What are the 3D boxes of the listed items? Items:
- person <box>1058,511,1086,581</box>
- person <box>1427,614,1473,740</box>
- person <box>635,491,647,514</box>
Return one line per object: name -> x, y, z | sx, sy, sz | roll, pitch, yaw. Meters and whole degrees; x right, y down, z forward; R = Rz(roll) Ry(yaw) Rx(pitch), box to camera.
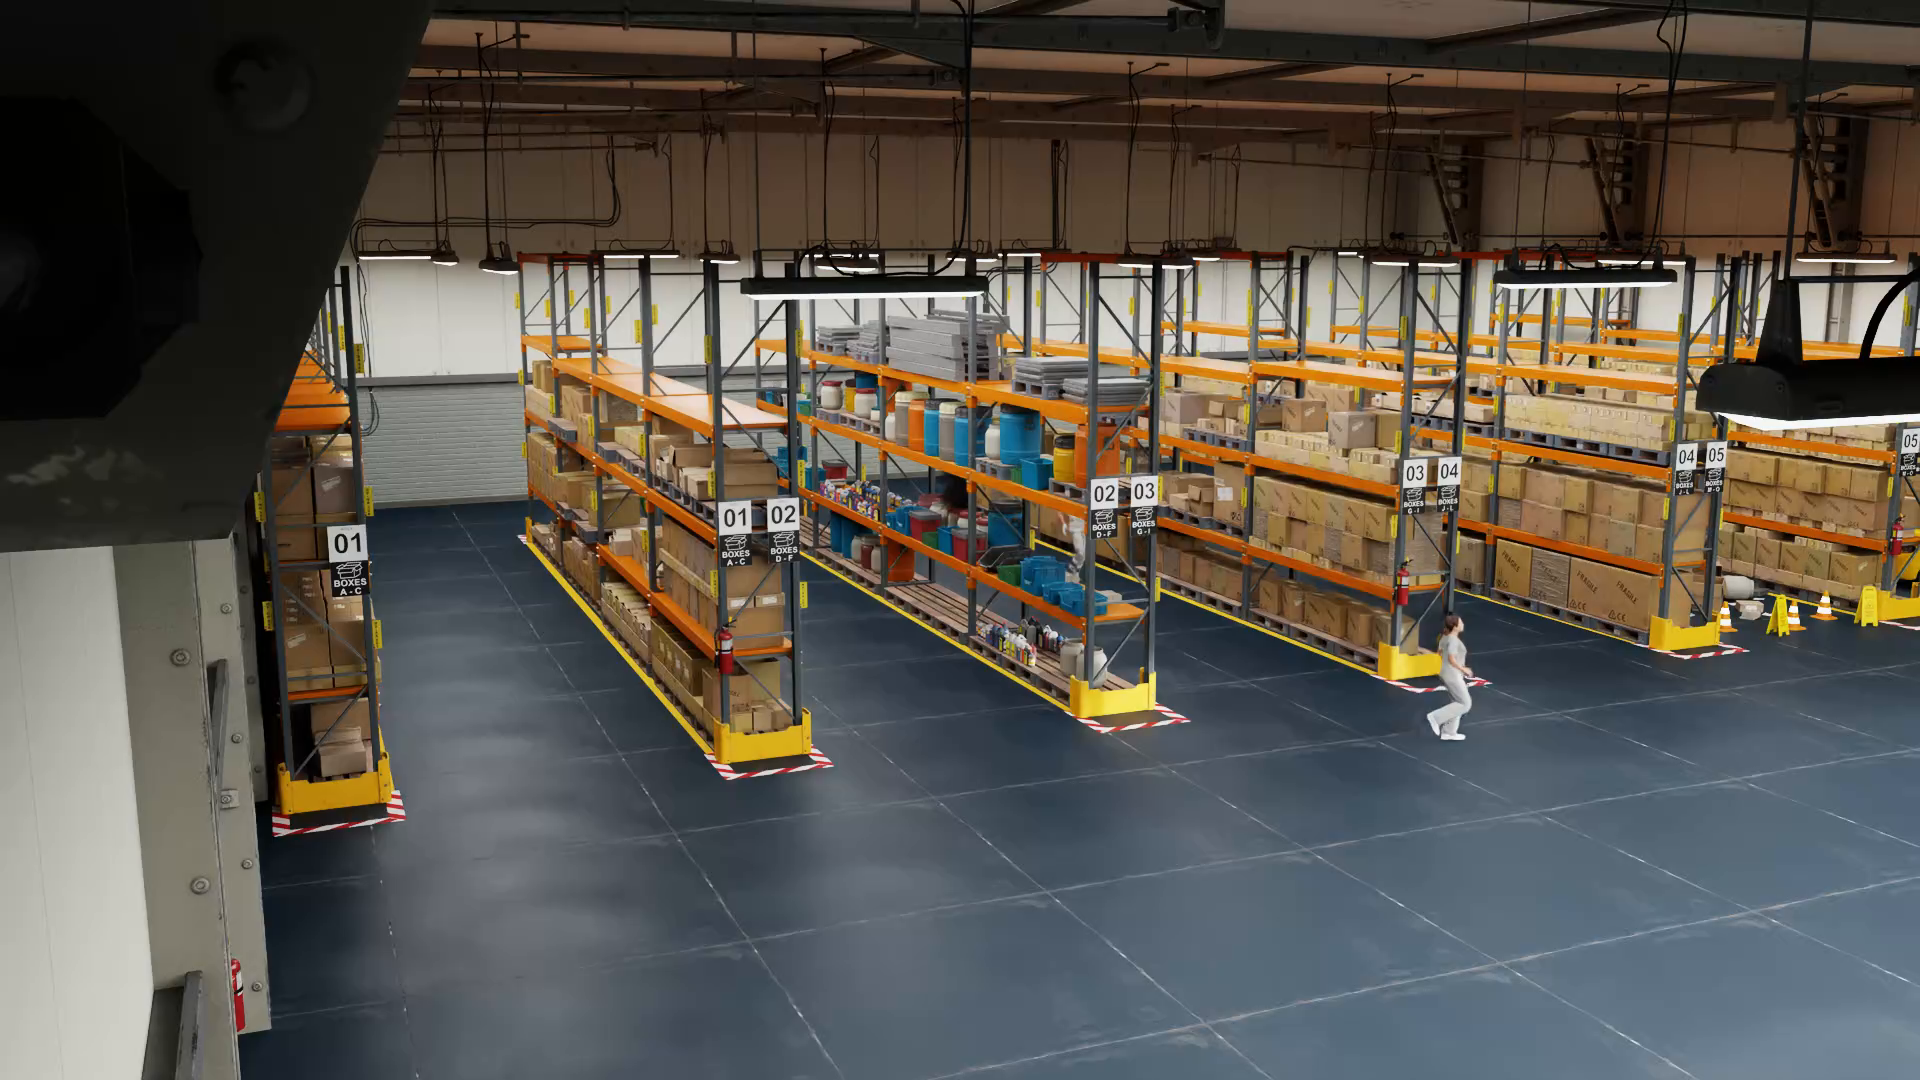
person -> 2.126, -0.118, 29.165 | 0.664, 1.763, 0.603 | -6, 12, -28
person -> 6.188, 1.734, 21.037 | 0.550, 1.623, 0.548 | 0, 10, -1
person -> -6.589, -0.896, 34.895 | 0.652, 1.783, 0.963 | -7, 12, -33
